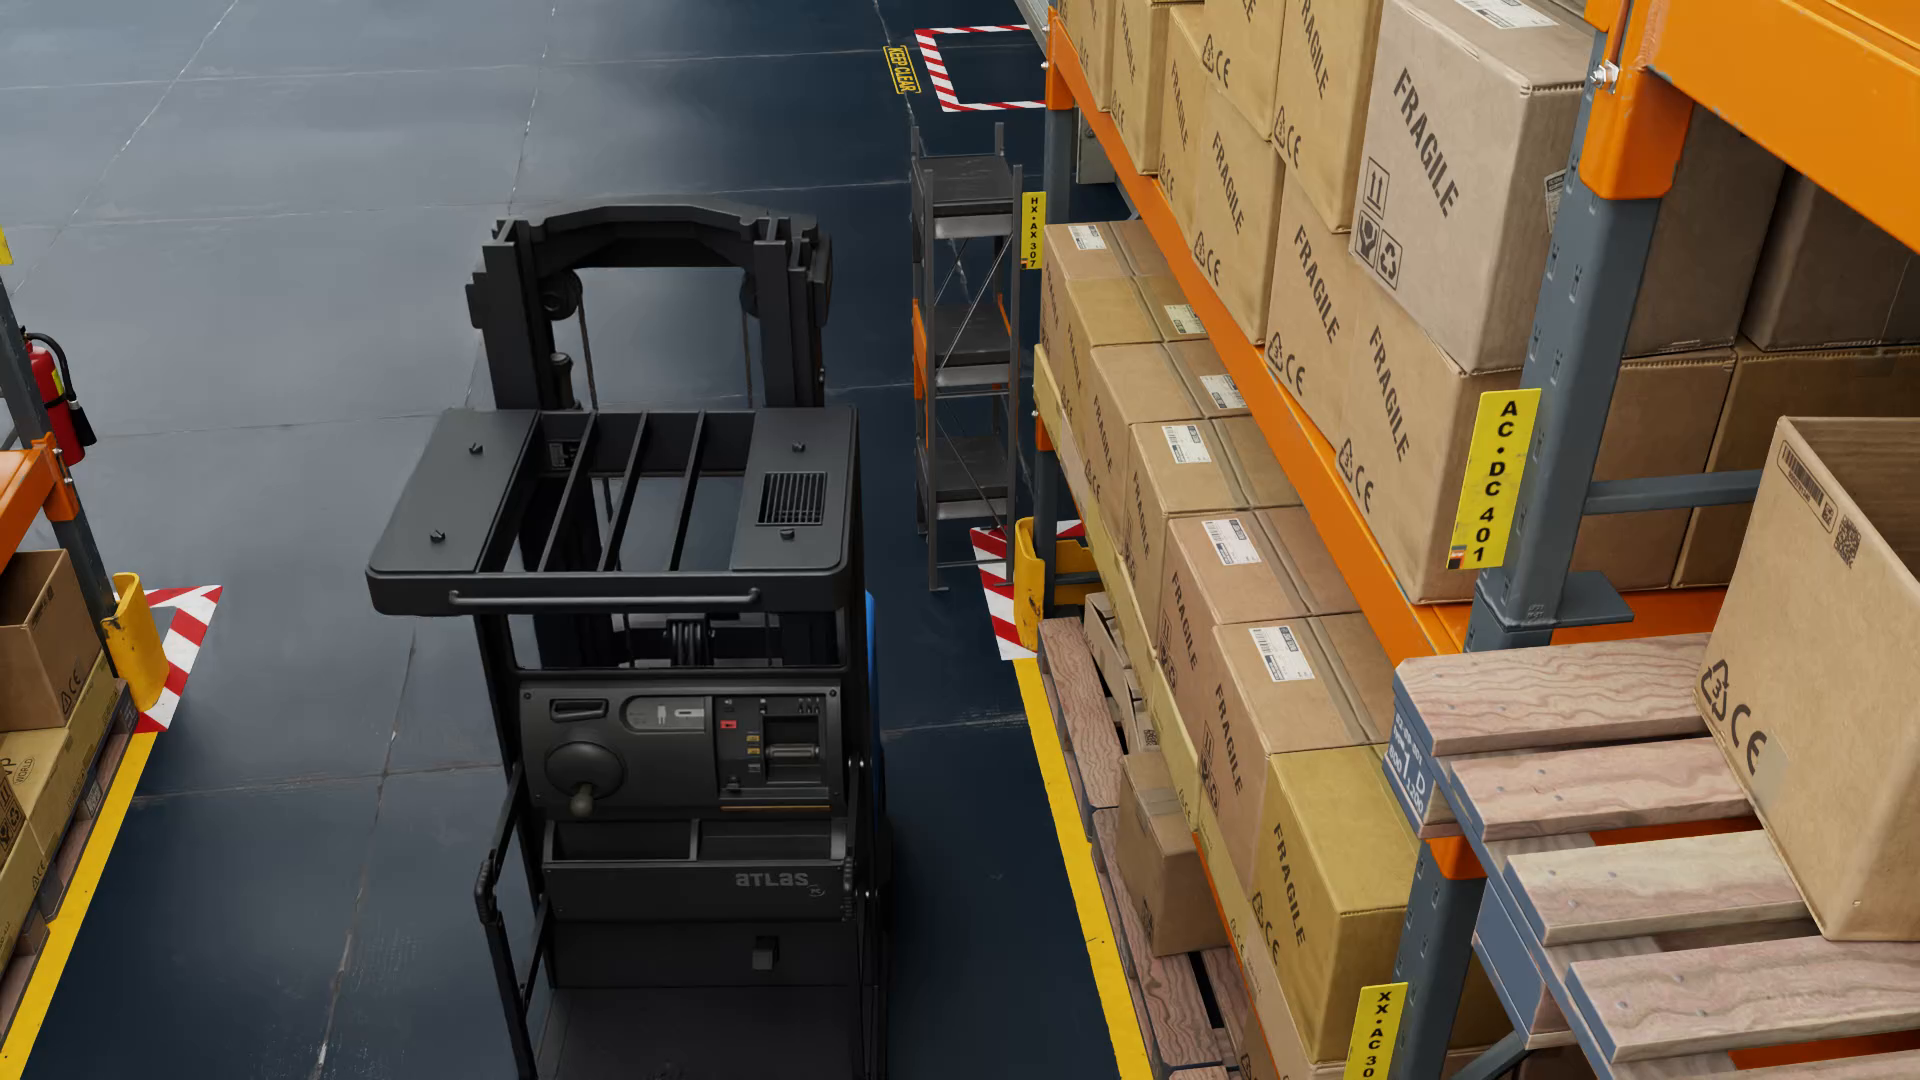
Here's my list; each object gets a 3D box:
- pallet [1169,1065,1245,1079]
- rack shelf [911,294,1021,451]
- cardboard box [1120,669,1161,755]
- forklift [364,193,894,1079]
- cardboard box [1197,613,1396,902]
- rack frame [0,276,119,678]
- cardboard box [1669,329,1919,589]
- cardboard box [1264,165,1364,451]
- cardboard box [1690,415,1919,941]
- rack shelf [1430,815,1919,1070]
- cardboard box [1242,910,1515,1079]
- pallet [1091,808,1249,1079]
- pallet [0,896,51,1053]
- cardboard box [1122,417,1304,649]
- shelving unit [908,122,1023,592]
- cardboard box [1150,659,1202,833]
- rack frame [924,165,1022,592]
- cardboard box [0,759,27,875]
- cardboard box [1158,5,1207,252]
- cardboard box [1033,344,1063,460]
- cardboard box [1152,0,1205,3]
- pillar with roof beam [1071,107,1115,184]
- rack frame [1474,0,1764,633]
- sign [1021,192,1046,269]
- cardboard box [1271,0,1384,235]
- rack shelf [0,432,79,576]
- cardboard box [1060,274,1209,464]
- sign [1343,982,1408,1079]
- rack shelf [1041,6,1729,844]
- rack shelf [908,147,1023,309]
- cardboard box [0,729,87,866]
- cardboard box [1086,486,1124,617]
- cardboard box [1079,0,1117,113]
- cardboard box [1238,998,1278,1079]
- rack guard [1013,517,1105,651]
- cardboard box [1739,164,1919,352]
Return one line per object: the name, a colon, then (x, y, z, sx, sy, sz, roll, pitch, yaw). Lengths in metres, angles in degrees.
pallet: (1.246, 2.098, 4.984, 1.003, 0.211, 1.213, -4, 35, -6)
rack shelf: (0.022, -0.764, 7.531, 0.431, 0.518, 0.480, -4, 35, -6)
cardboard box: (0.914, 0.726, 6.518, 0.500, 0.311, 0.500, -2, 34, -2)
forklift: (-0.803, 0.667, 4.669, 1.130, 2.935, 3.031, 0, 34, -1)
cardboard box: (0.928, 0.543, 4.239, 0.500, 0.500, 0.500, -5, 35, -7)
rack frame: (-4.075, -0.537, 6.375, 1.000, 3.000, 0.127, -4, 35, -6)
cardboard box: (1.555, -0.264, 3.204, 0.500, 0.500, 0.500, -3, 34, -5)
cardboard box: (1.003, -0.518, 3.576, 0.500, 0.500, 0.500, -7, 35, -10)
cardboard box: (1.365, 0.174, 2.205, 0.500, 0.500, 0.500, 0, 34, 0)
rack shelf: (1.640, 1.491, 1.373, 1.077, 0.370, 4.000, -4, 35, -6)
cardboard box: (1.007, 1.130, 4.044, 0.500, 0.250, 0.500, -4, 35, -6)
pallet: (1.078, 1.415, 5.986, 1.003, 0.211, 1.213, -4, 35, -6)
pallet: (-3.770, 1.718, 5.542, 1.003, 0.211, 1.213, -4, 35, -6)
cardboard box: (0.800, -0.029, 5.079, 0.500, 0.500, 0.500, -3, 34, -5)
shelving unit: (0.022, -0.775, 7.523, 0.431, 2.100, 0.503, -4, 35, -6)
cardboard box: (0.865, 0.572, 4.863, 0.500, 0.250, 0.500, -5, 35, -7)
rack frame: (0.055, -0.639, 7.323, 0.400, 2.100, 0.015, -4, 35, -6)
cardboard box: (-3.559, 0.949, 5.597, 0.500, 0.500, 0.500, -4, 35, -6)
cardboard box: (0.834, -1.109, 4.444, 0.500, 0.500, 0.500, -2, 34, -3)
cardboard box: (0.584, -0.565, 6.530, 0.500, 0.250, 0.500, -5, 35, -8)
cardboard box: (0.742, -1.815, 4.591, 0.500, 0.500, 0.500, -3, 34, -5)
pillar with roof beam: (-3.288, -6.091, 9.197, 9.100, 9.000, 0.400, -4, 35, -6)
rack frame: (1.371, -1.162, 1.964, 1.000, 3.000, 0.127, -4, 35, -6)
sign: (0.295, -1.231, 6.624, 0.100, 0.325, 0.005, -4, 35, -6)
cardboard box: (0.950, -0.951, 3.323, 0.500, 0.500, 0.500, -3, 34, -4)
rack shelf: (-3.806, 0.876, 4.940, 1.077, 0.370, 4.000, -4, 35, -6)
cardboard box: (0.656, -0.605, 5.924, 0.500, 0.500, 0.500, -4, 35, -6)
sign: (0.834, 1.005, 3.343, 0.100, 0.325, 0.005, -4, 35, -6)
rack shelf: (1.102, -0.741, 4.649, 1.077, 0.370, 4.000, -4, 35, -6)
rack shelf: (0.022, -1.343, 7.137, 0.431, 0.518, 0.480, -4, 35, -6)
cardboard box: (-3.631, 0.980, 6.217, 0.500, 0.250, 0.500, -4, 35, -6)
cardboard box: (0.731, 0.009, 5.689, 0.500, 0.250, 0.500, -5, 35, -7)
cardboard box: (0.667, -1.696, 5.305, 0.500, 0.500, 0.500, -2, 34, -3)
cardboard box: (1.192, 1.592, 5.079, 0.500, 0.500, 0.500, -7, 35, -10)
rack guard: (0.843, 0.161, 7.570, 1.175, 0.500, 0.348, -4, 35, -6)
cardboard box: (1.588, -0.680, 2.926, 0.500, 0.500, 0.500, -4, 34, -5)
